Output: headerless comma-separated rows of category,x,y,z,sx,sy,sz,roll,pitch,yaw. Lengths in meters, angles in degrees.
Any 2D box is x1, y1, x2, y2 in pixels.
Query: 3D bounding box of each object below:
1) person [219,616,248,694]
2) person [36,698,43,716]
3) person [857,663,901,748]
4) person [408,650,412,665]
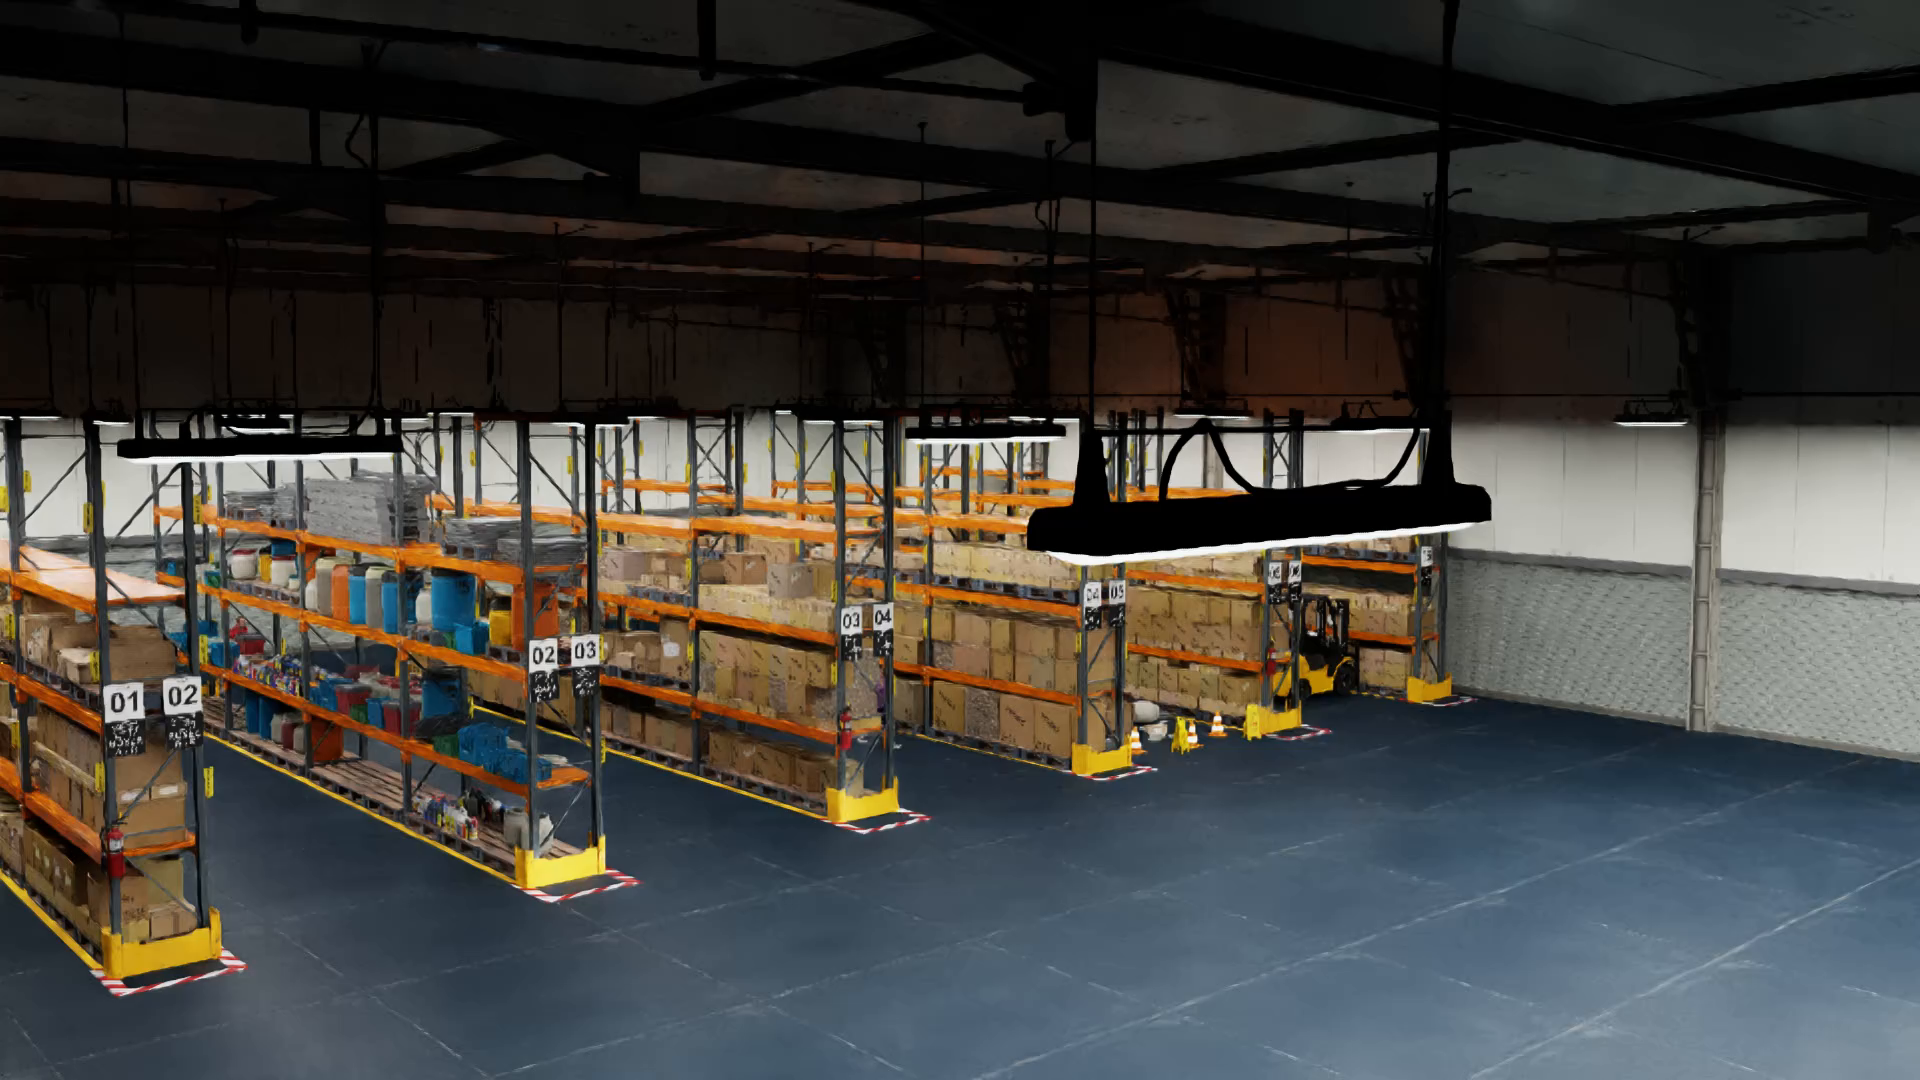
person,-15.242,2.409,35.125,0.846,1.660,0.695,3,6,30
person,-17.856,2.588,32.596,0.479,1.757,0.661,-2,5,-17
person,-1.496,2.949,29.744,0.417,1.517,1.032,-4,6,-39
person,-12.696,2.082,38.360,0.573,1.780,0.591,1,5,14
